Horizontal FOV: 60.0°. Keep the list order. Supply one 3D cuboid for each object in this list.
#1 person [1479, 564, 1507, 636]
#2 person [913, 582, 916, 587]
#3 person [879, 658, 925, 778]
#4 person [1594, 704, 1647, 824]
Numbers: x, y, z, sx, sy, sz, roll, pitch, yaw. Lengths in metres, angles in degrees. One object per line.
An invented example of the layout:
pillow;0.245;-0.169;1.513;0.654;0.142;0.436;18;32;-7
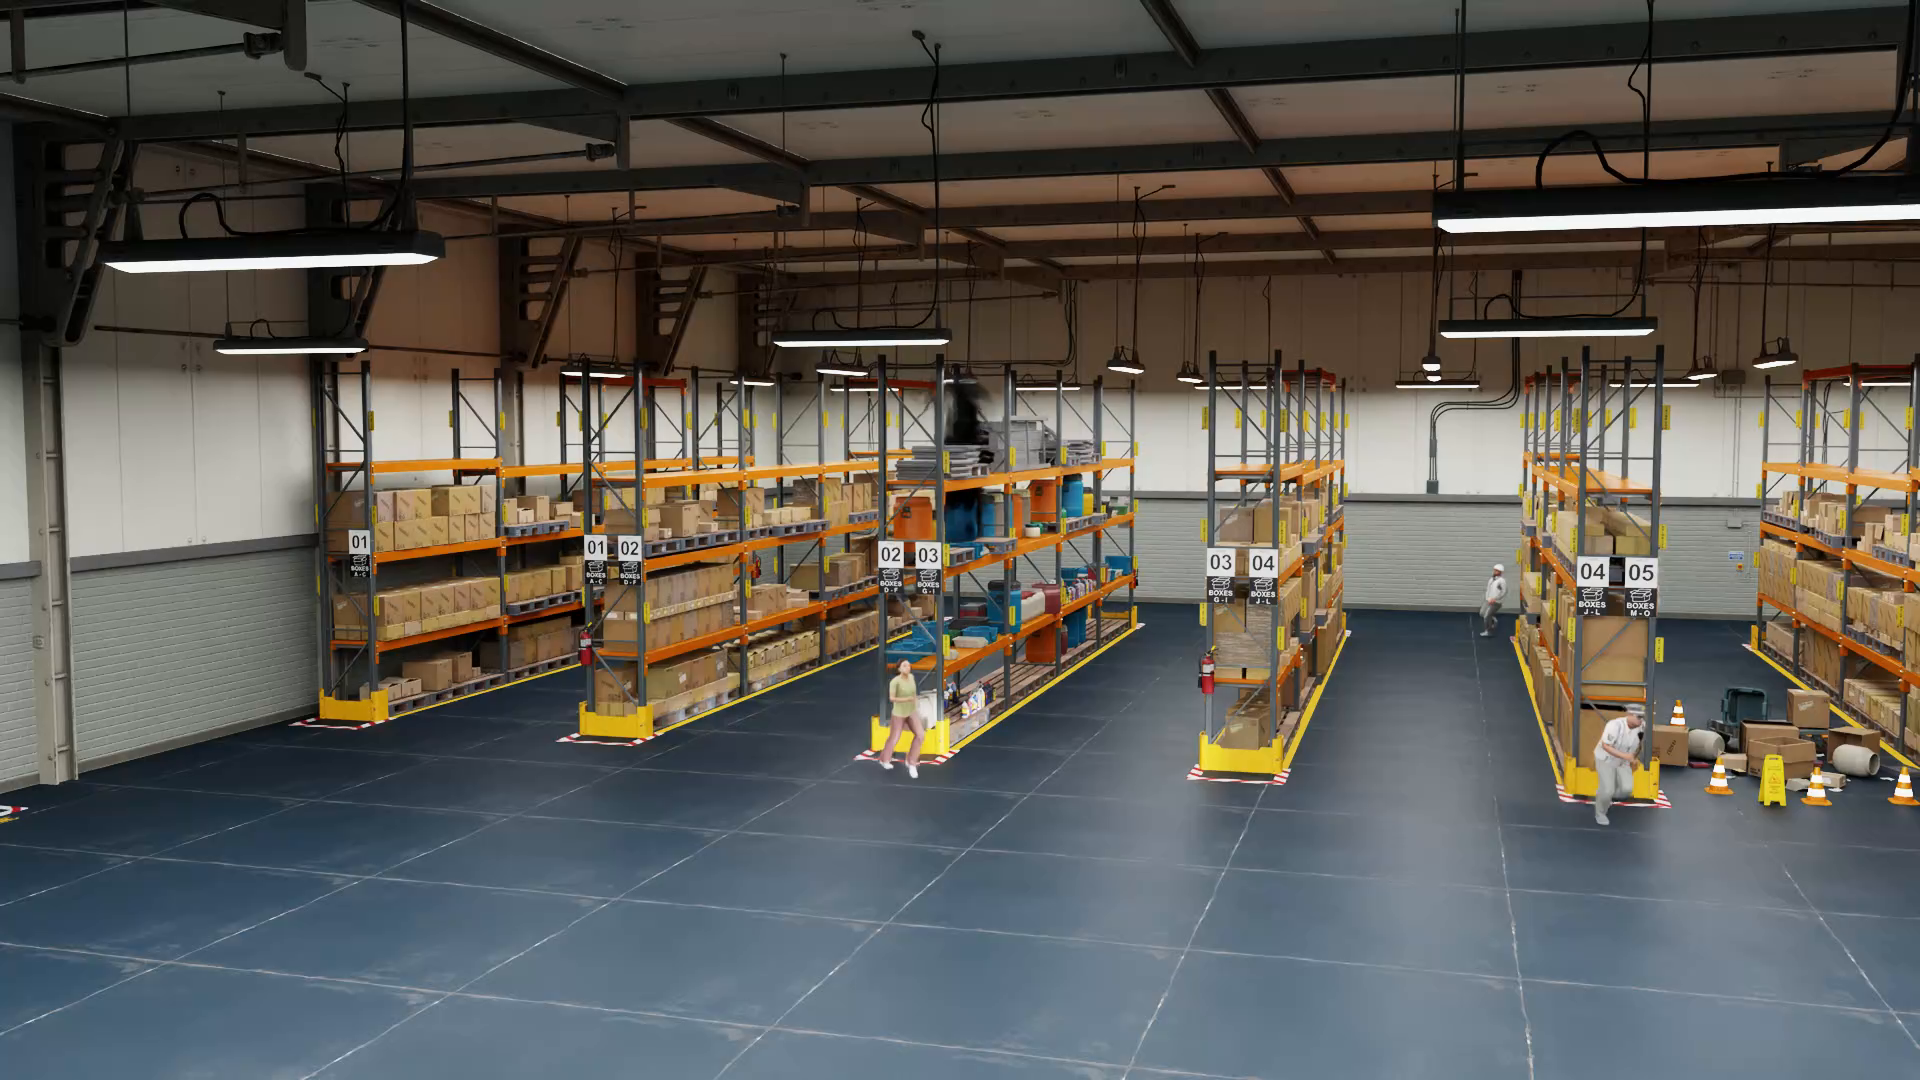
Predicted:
person;12.365;1.407;38.520;0.532;1.693;0.683;-1;4;-18
person;-1.072;1.073;43.049;0.595;1.712;0.824;-1;4;-9
person;-0.807;2.492;23.507;0.578;1.691;0.848;-3;5;-35
person;8.184;2.762;20.553;0.693;1.563;0.841;-1;4;-18
